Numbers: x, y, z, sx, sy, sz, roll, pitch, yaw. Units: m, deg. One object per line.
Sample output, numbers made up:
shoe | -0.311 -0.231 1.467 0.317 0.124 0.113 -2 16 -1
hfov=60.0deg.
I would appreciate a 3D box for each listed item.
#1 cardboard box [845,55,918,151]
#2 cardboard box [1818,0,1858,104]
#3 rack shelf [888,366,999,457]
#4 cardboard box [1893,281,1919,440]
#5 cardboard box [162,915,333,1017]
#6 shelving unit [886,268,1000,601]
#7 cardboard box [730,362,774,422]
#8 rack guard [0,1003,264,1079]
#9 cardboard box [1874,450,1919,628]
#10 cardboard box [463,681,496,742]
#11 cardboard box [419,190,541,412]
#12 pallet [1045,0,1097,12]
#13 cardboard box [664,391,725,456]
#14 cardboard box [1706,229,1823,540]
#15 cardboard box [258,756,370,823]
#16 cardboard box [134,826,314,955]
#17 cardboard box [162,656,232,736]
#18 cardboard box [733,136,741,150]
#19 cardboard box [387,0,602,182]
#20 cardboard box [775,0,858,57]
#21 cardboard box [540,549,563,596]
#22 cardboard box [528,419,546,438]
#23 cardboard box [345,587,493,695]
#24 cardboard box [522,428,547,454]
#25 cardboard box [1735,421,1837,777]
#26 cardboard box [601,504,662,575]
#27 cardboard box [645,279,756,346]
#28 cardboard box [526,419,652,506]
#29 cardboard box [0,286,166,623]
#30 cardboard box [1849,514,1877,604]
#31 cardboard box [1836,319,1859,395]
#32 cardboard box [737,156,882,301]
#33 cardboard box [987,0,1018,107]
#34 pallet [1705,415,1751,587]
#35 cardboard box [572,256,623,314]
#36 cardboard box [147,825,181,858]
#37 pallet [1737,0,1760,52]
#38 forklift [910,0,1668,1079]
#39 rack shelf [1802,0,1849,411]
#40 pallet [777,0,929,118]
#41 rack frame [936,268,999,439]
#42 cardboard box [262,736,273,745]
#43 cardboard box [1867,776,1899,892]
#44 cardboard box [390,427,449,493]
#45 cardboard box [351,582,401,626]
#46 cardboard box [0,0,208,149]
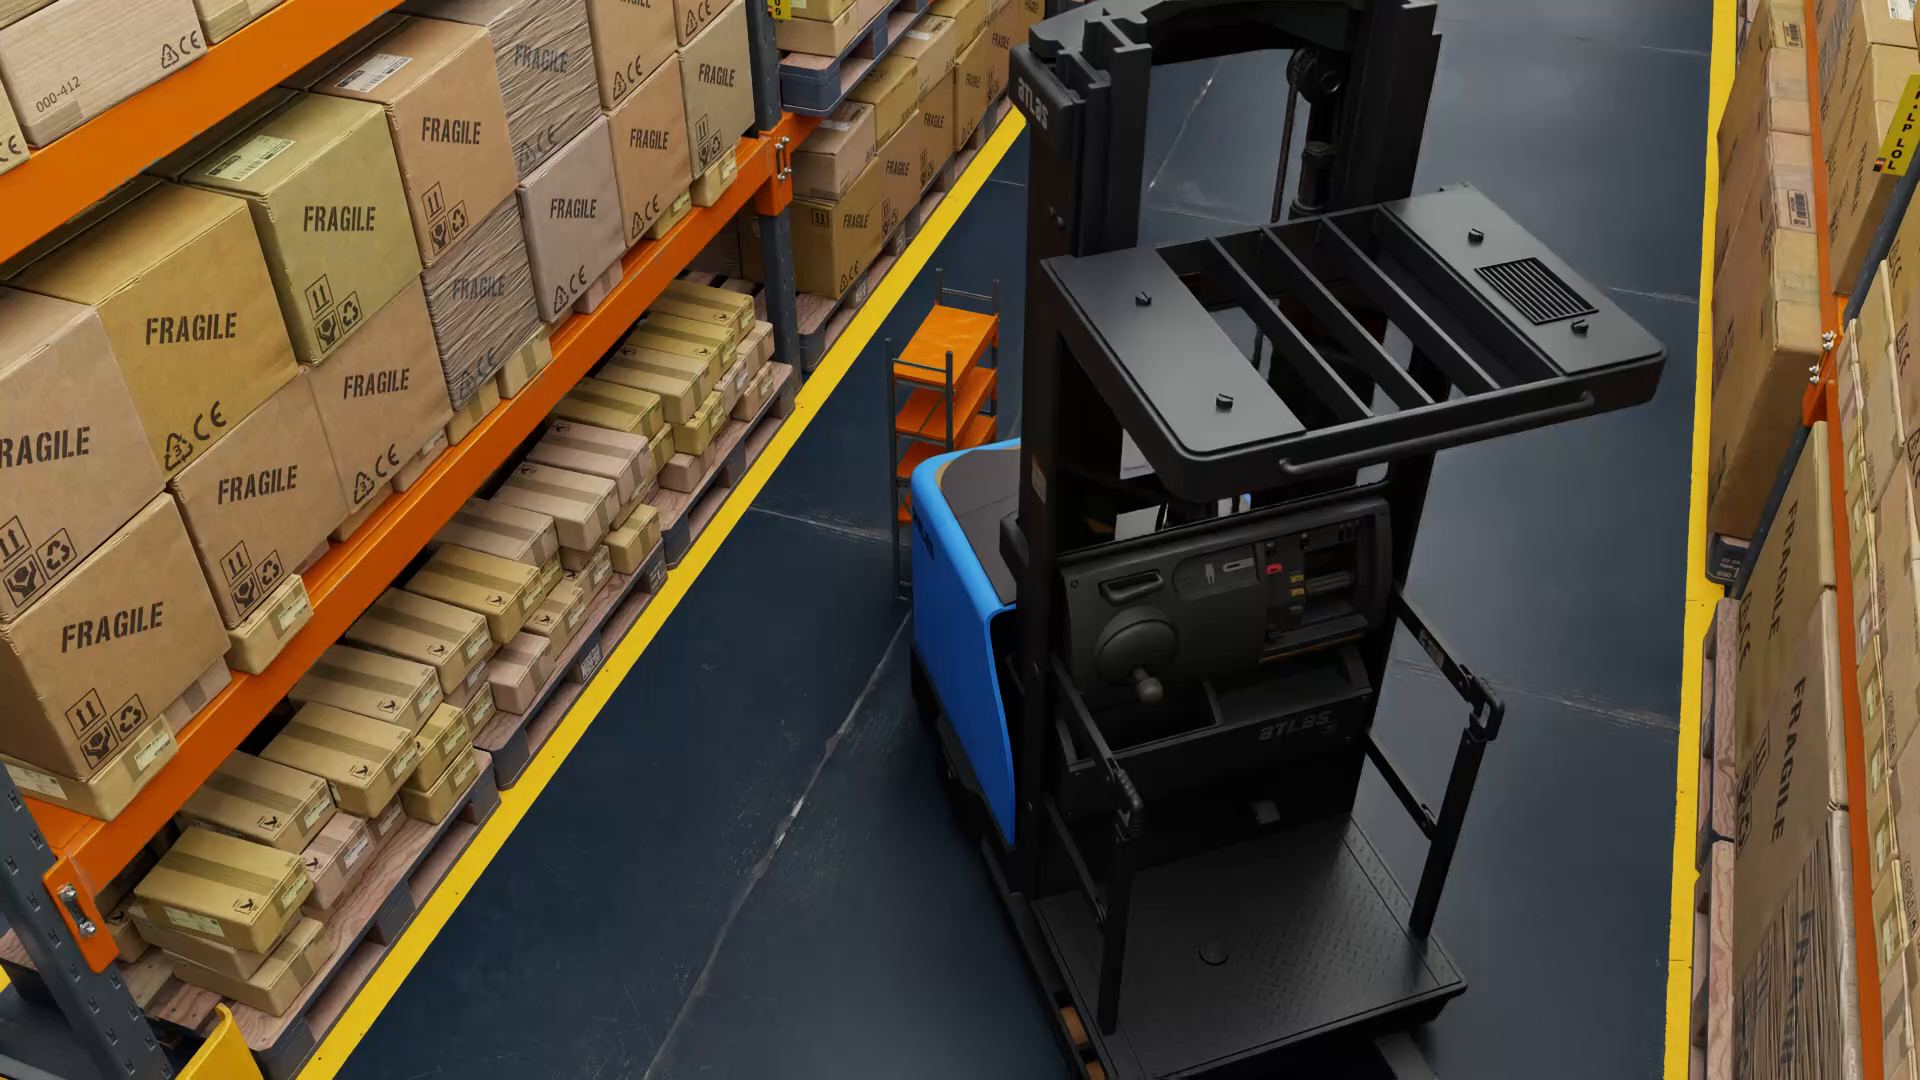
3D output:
cardboard box | -0.525 -2.119 7.948 0.500 0.250 0.500 14 43 16
cardboard box | 3.848 -2.054 6.770 0.500 0.500 0.500 13 42 15
rack shelf | -0.057 -0.474 6.141 0.258 0.148 0.480 13 42 15
cardboard box | 2.841 -0.553 4.395 0.500 0.500 0.500 13 42 15
cardboard box | -2.093 1.208 4.896 0.380 0.149 0.250 14 42 16
shelving unit | -0.057 -0.355 6.242 0.258 1.200 0.503 13 42 15
cardboard box | -1.019 -0.668 7.095 0.380 0.149 0.250 14 42 16
rack guard | -2.547 1.436 4.681 1.175 0.500 0.348 13 42 15
cardboard box | 2.668 0.046 4.271 0.500 0.250 0.500 14 43 16
cardboard box | -1.814 0.569 5.645 0.380 0.149 0.250 13 42 15
cardboard box | -1.653 -0.772 5.038 0.500 0.500 0.500 12 42 14
pallet | 0.503 -3.751 10.984 1.003 0.211 1.213 13 42 15
cardboard box | -1.170 -0.498 6.667 0.380 0.149 0.250 12 42 14
cardboard box | 3.621 -0.492 6.329 1.225 0.875 0.875 13 42 15
cardboard box | -2.006 0.757 5.195 0.380 0.149 0.250 14 42 16
cardboard box | -2.075 0.986 4.698 0.380 0.149 0.250 11 42 13
cardboard box | -2.106 0.338 4.236 0.380 0.149 0.250 15 43 17
cardboard box | -1.083 -1.586 6.492 0.380 0.149 0.250 13 42 15
cardboard box | -1.472 -1.467 5.082 0.500 0.500 0.500 14 43 16
cardboard box | -0.639 -2.110 6.782 0.380 0.149 0.250 11 42 13
cardboard box | -1.659 0.105 5.960 0.380 0.149 0.250 15 43 17
cardboard box | -1.776 -0.561 6.511 0.380 0.149 0.250 12 42 14
cardboard box | -1.776 0.329 5.468 0.380 0.149 0.250 15 43 17
cardboard box | -1.777 -0.451 6.612 0.380 0.149 0.250 11 42 13
cardboard box | 3.120 0.288 5.415 0.875 0.875 0.875 13 42 15
cardboard box | -1.373 -0.037 6.355 0.380 0.149 0.250 13 42 15
cardboard box | -1.083 -0.935 6.949 0.380 0.149 0.250 14 43 16
cardboard box | -1.379 -0.290 6.193 0.380 0.149 0.250 11 42 13
cardboard box | -2.170 -0.215 3.614 0.500 0.500 0.500 13 42 15
cardboard box | 2.652 0.095 4.522 0.380 0.149 0.250 13 42 14
cardboard box | 3.007 -0.543 5.269 0.380 0.149 0.250 13 42 15
cardboard box | -0.704 -1.509 7.809 0.500 0.500 0.500 15 43 17
cardboard box | 0.002 -2.781 9.301 0.500 0.500 0.500 15 43 17
pallet | 3.614 -0.172 6.789 1.003 0.211 1.213 13 42 15
cardboard box | -1.393 -0.931 5.724 0.380 0.149 0.250 12 42 13
cardboard box | -2.521 0.811 5.132 0.380 0.149 0.250 12 42 14
pallet | 5.476 -3.342 10.505 1.003 0.211 1.213 13 42 15
forklift | 0.784 0.242 4.208 1.130 2.935 3.031 -13 42 -14
rack shelf | 4.105 -1.692 6.976 1.077 0.370 4.000 13 42 15
pallet | -0.807 -2.269 7.246 1.003 0.211 1.213 13 42 15
rack frame | 0.027 -0.504 6.417 0.240 1.200 0.015 13 42 15
cardboard box | -2.353 0.614 5.592 0.380 0.149 0.250 14 42 16
cardboard box | 2.301 0.718 3.791 0.380 0.149 0.250 13 42 15
cardboard box | -1.777 -0.307 4.992 0.380 0.149 0.250 13 42 14
cardboard box | -2.215 0.170 5.884 0.380 0.149 0.250 15 43 17
cardboard box | -1.995 -1.090 3.521 0.500 0.250 0.500 15 43 16
